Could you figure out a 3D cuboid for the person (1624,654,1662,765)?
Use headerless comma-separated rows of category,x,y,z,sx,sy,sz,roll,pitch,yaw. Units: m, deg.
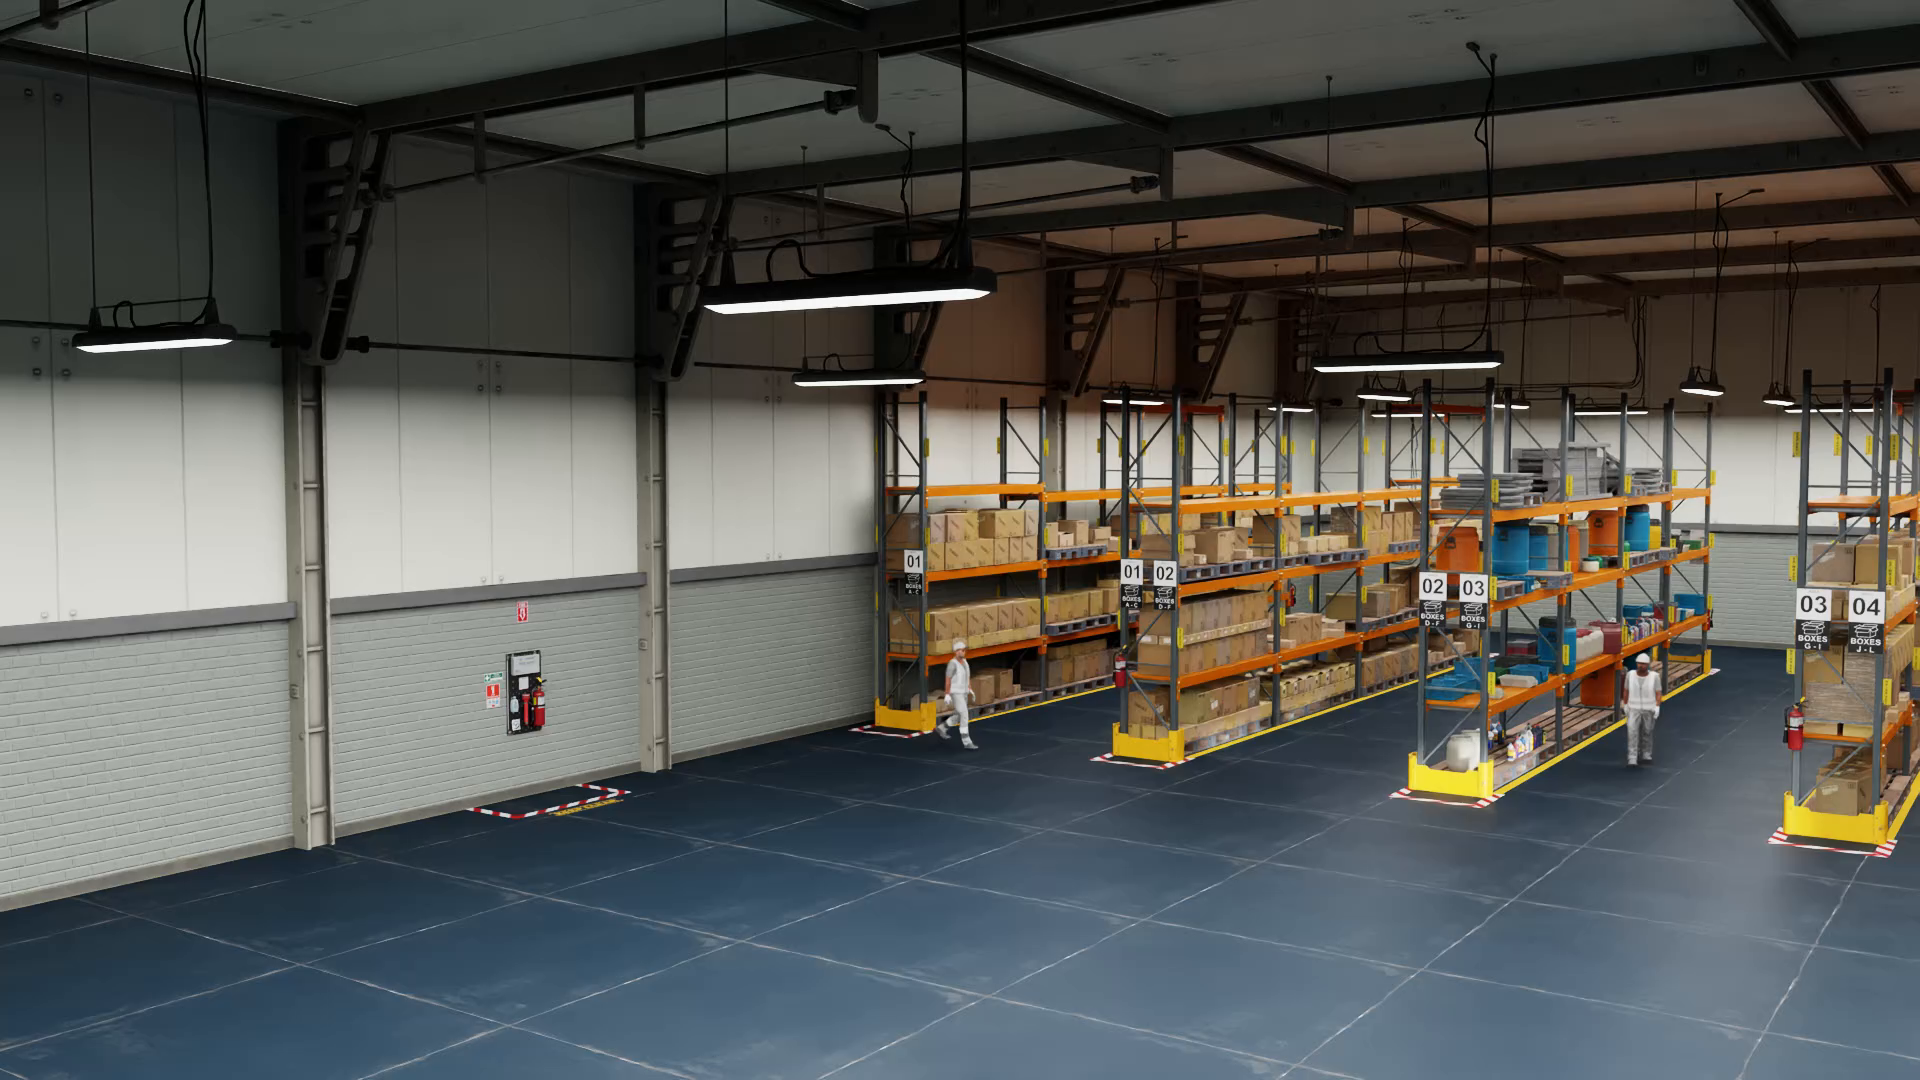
person,10.739,2.658,26.185,0.571,1.734,1.015,2,4,25

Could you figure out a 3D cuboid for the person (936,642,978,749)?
person,-0.035,2.579,27.869,0.994,1.751,0.542,2,4,31

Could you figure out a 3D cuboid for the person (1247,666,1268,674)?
person,6.176,2.252,34.473,0.507,1.624,1.023,2,4,31
